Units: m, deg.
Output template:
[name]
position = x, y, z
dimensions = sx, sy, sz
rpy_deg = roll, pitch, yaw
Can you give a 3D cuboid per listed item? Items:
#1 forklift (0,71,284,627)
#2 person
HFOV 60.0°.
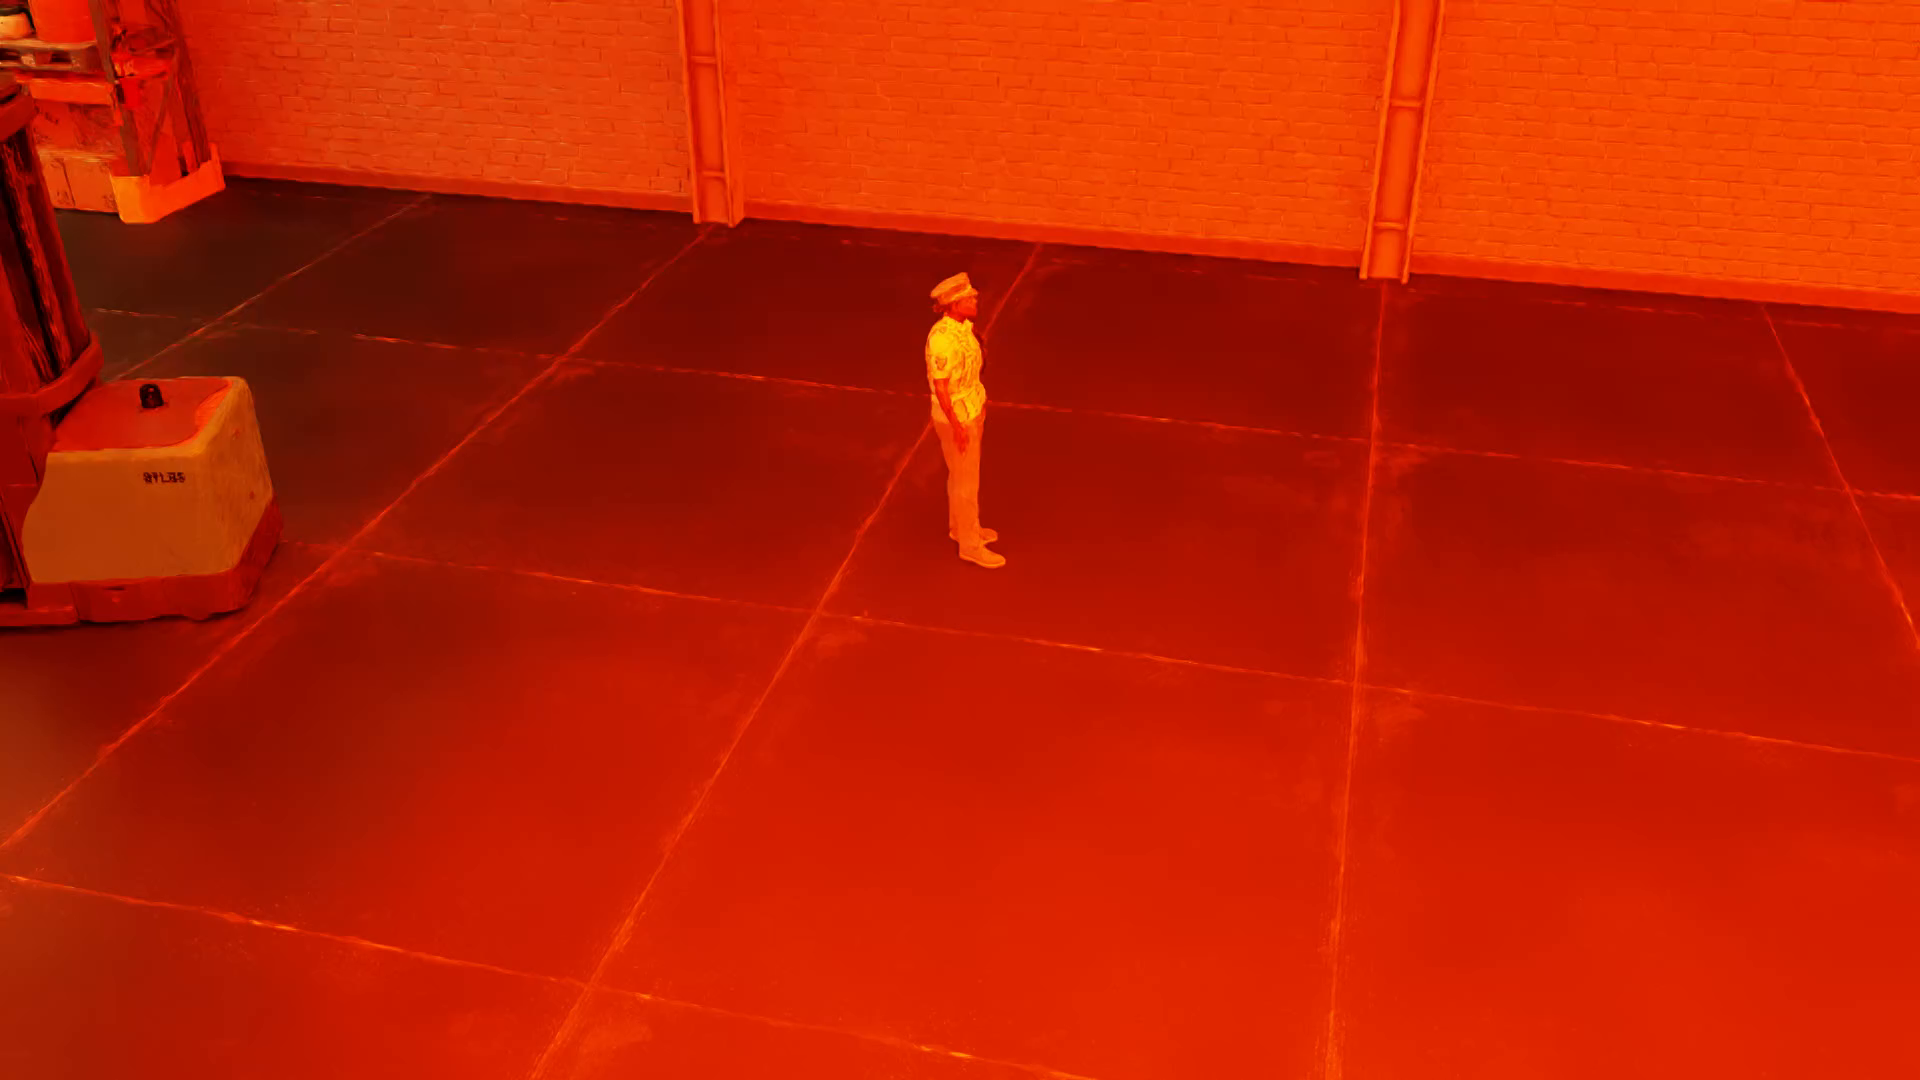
[forklift]
position = -5.574, -0.994, 8.924
dimensions = 3.031, 2.935, 1.130
rpy_deg = -3, 30, -5
[person]
position = 0.068, -0.726, 9.690
dimensions = 0.529, 1.695, 0.570
rpy_deg = 7, 30, 12
